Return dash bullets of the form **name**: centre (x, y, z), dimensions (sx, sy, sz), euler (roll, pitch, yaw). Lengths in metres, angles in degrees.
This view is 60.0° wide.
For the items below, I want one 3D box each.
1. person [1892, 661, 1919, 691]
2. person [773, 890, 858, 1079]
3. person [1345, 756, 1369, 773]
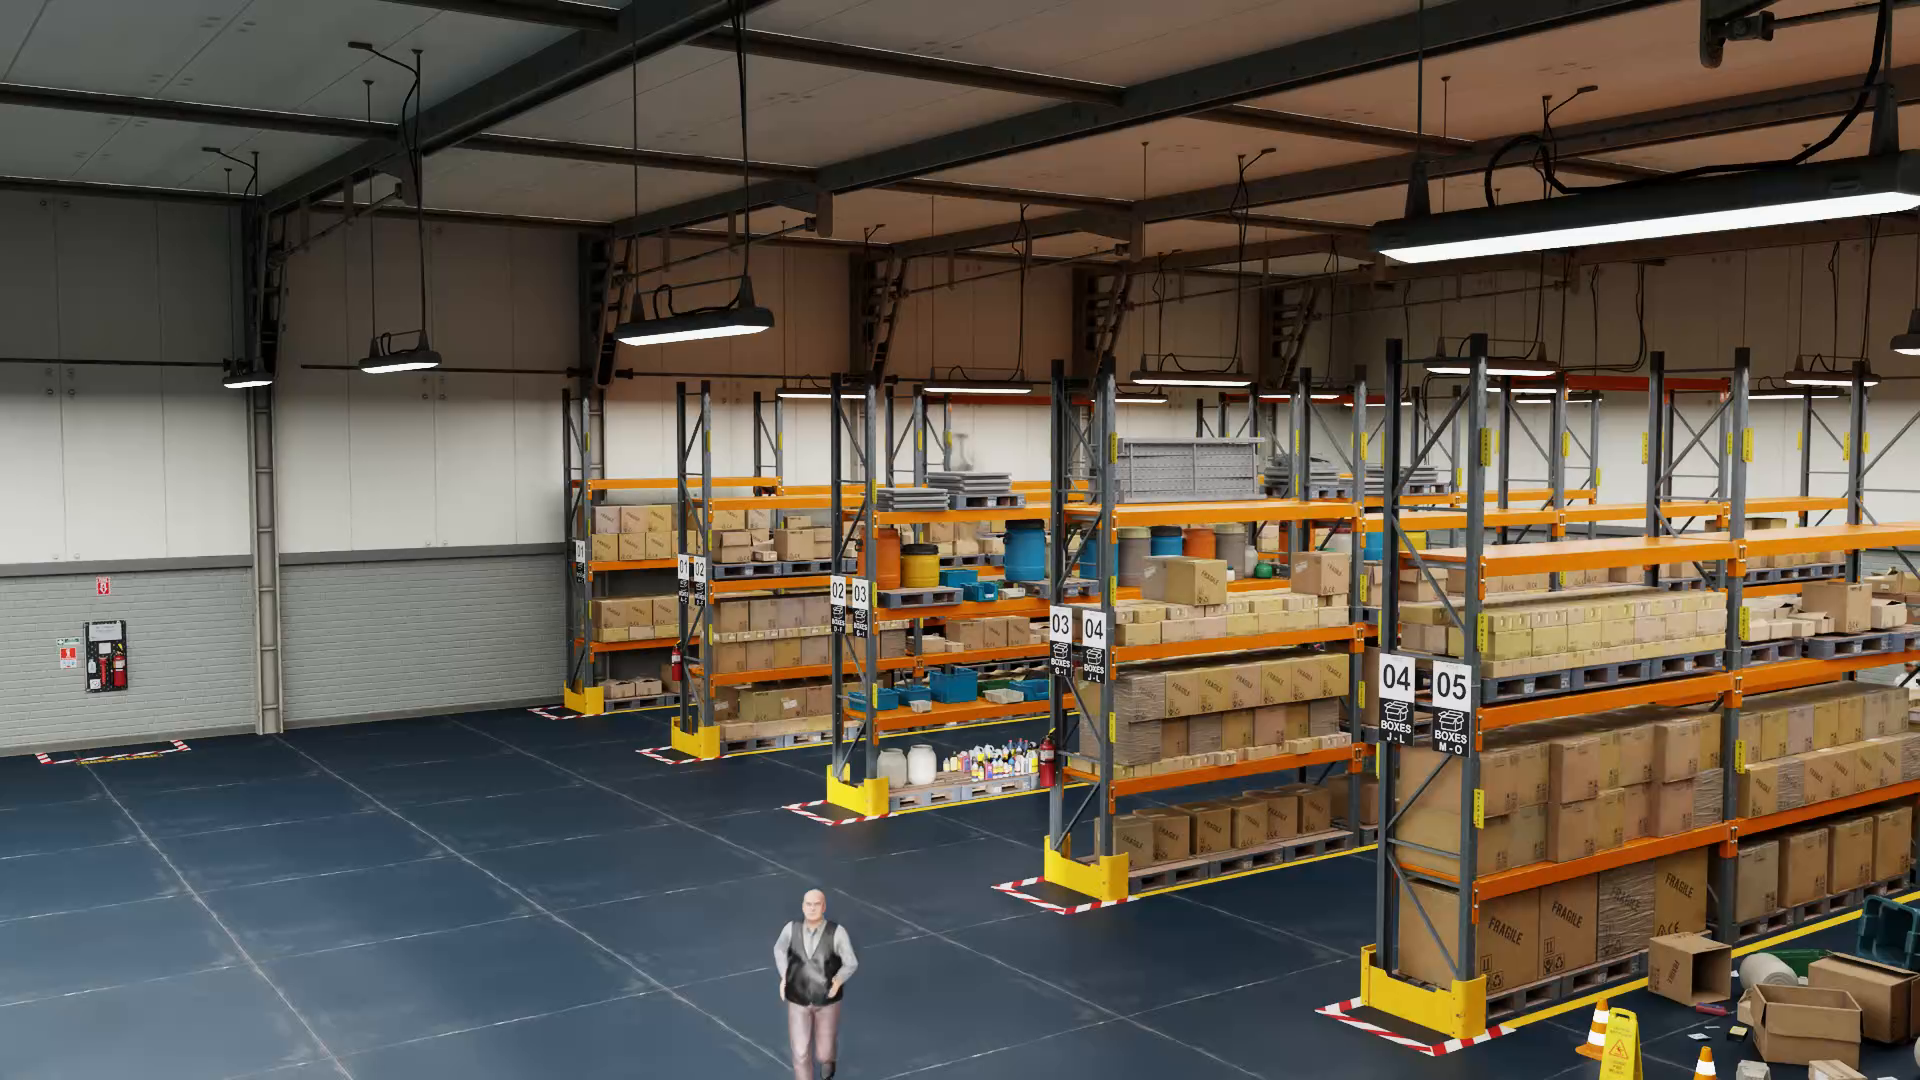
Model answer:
- **person**: centre (14.950, 2.685, 26.122), dimensions (0.625, 1.611, 0.532), euler (2, 4, 33)
- **person**: centre (-1.107, 3.509, 12.650), dimensions (0.662, 1.721, 0.880), euler (0, 4, 2)
- **person**: centre (5.925, 2.722, 25.121), dimensions (0.562, 1.646, 0.645), euler (-3, 5, -41)
